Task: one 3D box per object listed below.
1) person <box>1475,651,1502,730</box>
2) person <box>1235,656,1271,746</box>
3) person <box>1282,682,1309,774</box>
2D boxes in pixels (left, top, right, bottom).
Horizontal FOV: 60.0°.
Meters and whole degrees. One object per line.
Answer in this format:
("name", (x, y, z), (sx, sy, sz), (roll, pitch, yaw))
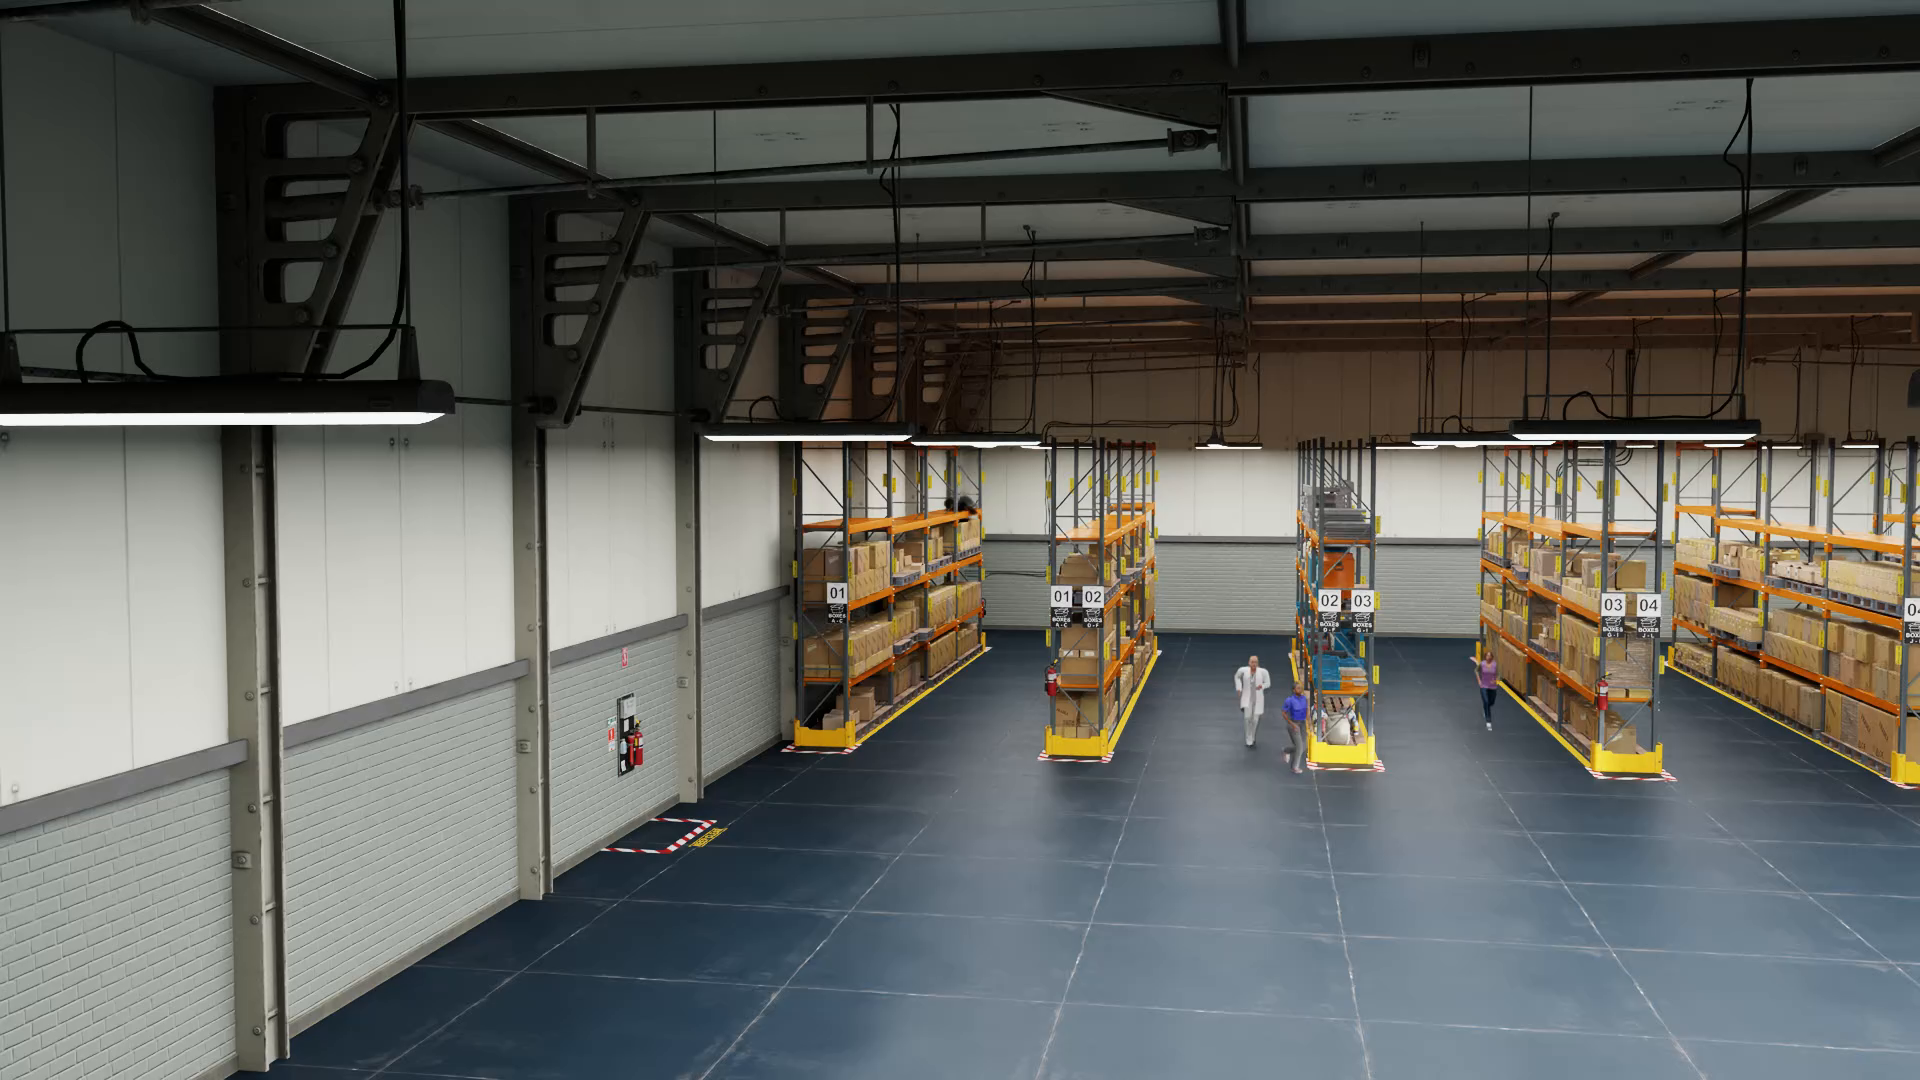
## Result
("person", (11.038, 3.100, 34.716), (0.507, 1.595, 1.023), (0, 3, 5))
("person", (5.705, 3.138, 32.397), (0.664, 1.773, 0.851), (0, 3, 4))
("person", (5.995, 3.340, 29.795), (0.584, 1.617, 0.595), (-2, 3, -27))
